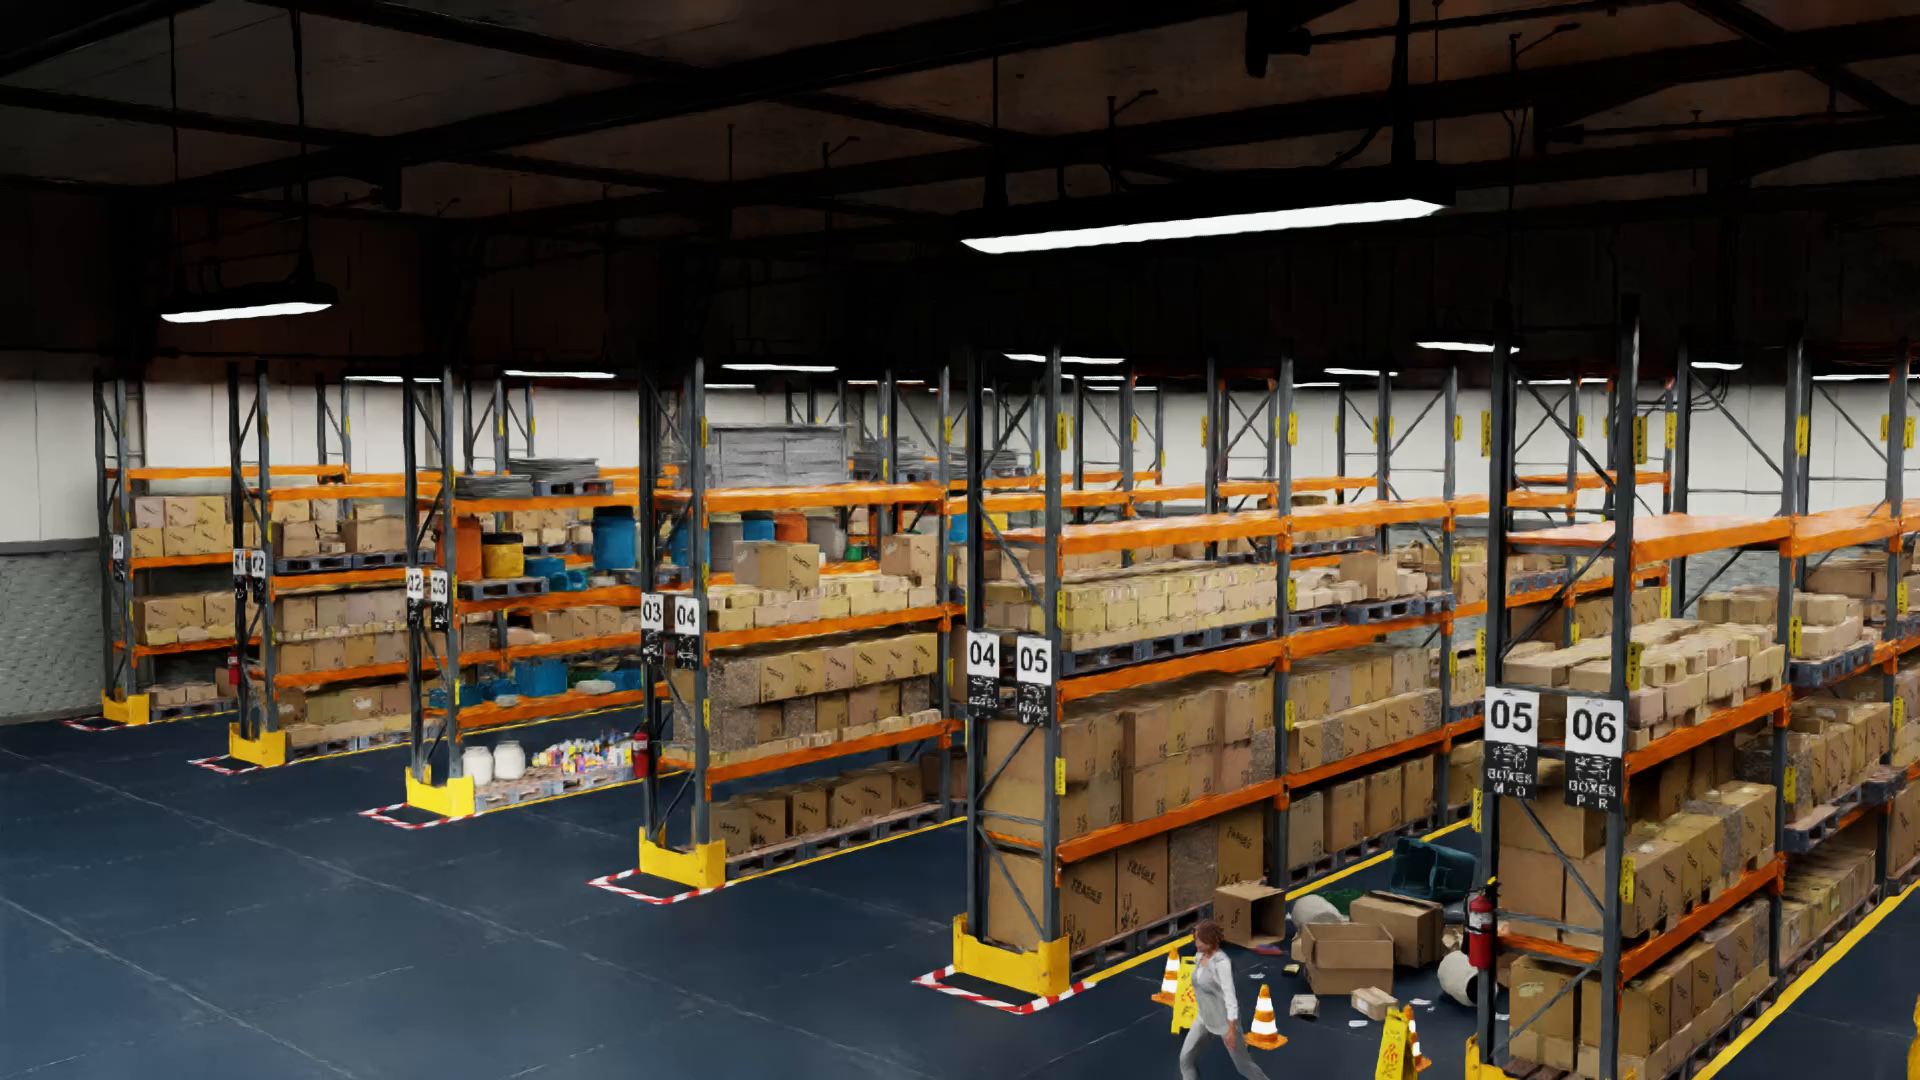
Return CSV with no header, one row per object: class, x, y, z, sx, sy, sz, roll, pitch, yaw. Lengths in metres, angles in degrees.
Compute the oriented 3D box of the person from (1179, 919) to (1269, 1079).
person,1.934,3.500,12.104,0.866,1.531,0.462,-2,5,-27
